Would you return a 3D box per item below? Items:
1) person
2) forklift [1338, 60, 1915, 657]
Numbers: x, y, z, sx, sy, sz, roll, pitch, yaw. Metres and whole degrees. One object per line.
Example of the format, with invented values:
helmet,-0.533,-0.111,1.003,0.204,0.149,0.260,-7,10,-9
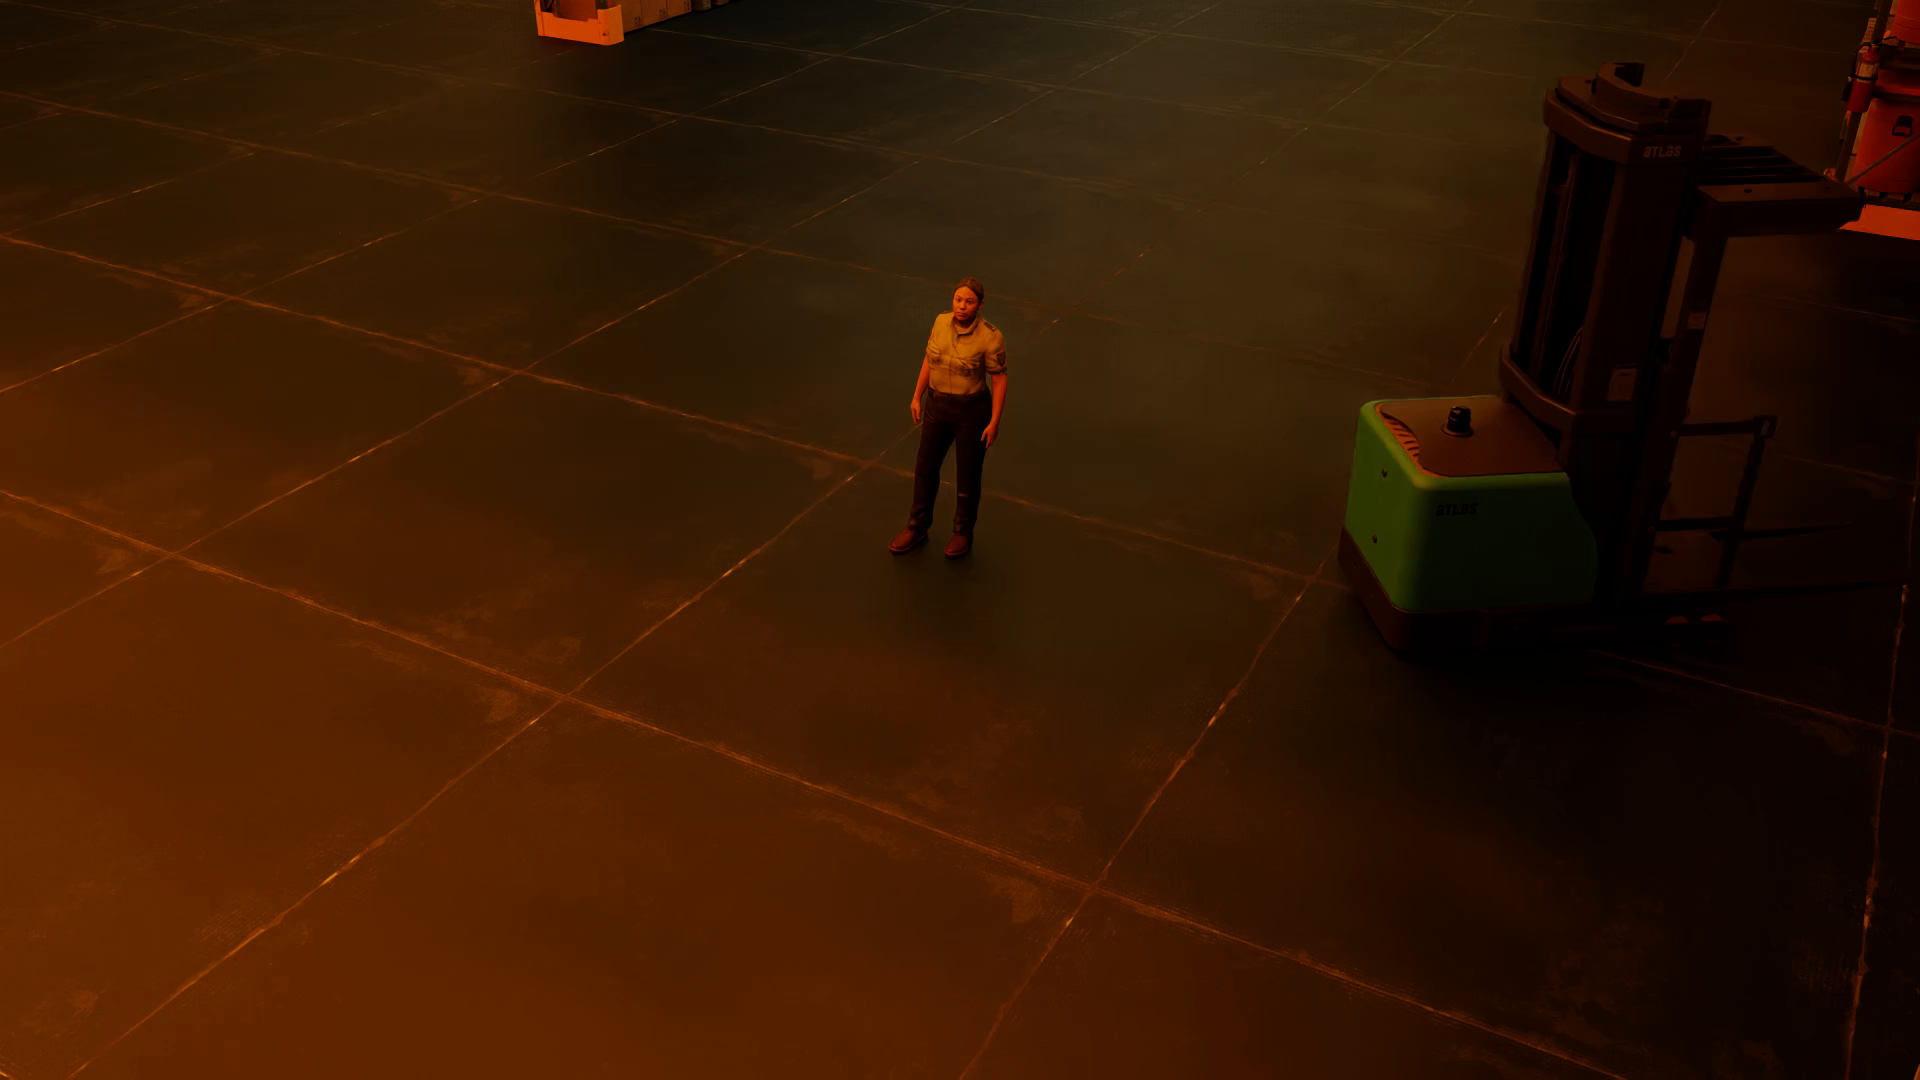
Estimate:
person,-0.064,-0.686,9.529,0.598,1.651,0.502,15,33,25
forklift,3.743,-0.951,8.718,3.031,2.935,1.130,-3,30,-5
